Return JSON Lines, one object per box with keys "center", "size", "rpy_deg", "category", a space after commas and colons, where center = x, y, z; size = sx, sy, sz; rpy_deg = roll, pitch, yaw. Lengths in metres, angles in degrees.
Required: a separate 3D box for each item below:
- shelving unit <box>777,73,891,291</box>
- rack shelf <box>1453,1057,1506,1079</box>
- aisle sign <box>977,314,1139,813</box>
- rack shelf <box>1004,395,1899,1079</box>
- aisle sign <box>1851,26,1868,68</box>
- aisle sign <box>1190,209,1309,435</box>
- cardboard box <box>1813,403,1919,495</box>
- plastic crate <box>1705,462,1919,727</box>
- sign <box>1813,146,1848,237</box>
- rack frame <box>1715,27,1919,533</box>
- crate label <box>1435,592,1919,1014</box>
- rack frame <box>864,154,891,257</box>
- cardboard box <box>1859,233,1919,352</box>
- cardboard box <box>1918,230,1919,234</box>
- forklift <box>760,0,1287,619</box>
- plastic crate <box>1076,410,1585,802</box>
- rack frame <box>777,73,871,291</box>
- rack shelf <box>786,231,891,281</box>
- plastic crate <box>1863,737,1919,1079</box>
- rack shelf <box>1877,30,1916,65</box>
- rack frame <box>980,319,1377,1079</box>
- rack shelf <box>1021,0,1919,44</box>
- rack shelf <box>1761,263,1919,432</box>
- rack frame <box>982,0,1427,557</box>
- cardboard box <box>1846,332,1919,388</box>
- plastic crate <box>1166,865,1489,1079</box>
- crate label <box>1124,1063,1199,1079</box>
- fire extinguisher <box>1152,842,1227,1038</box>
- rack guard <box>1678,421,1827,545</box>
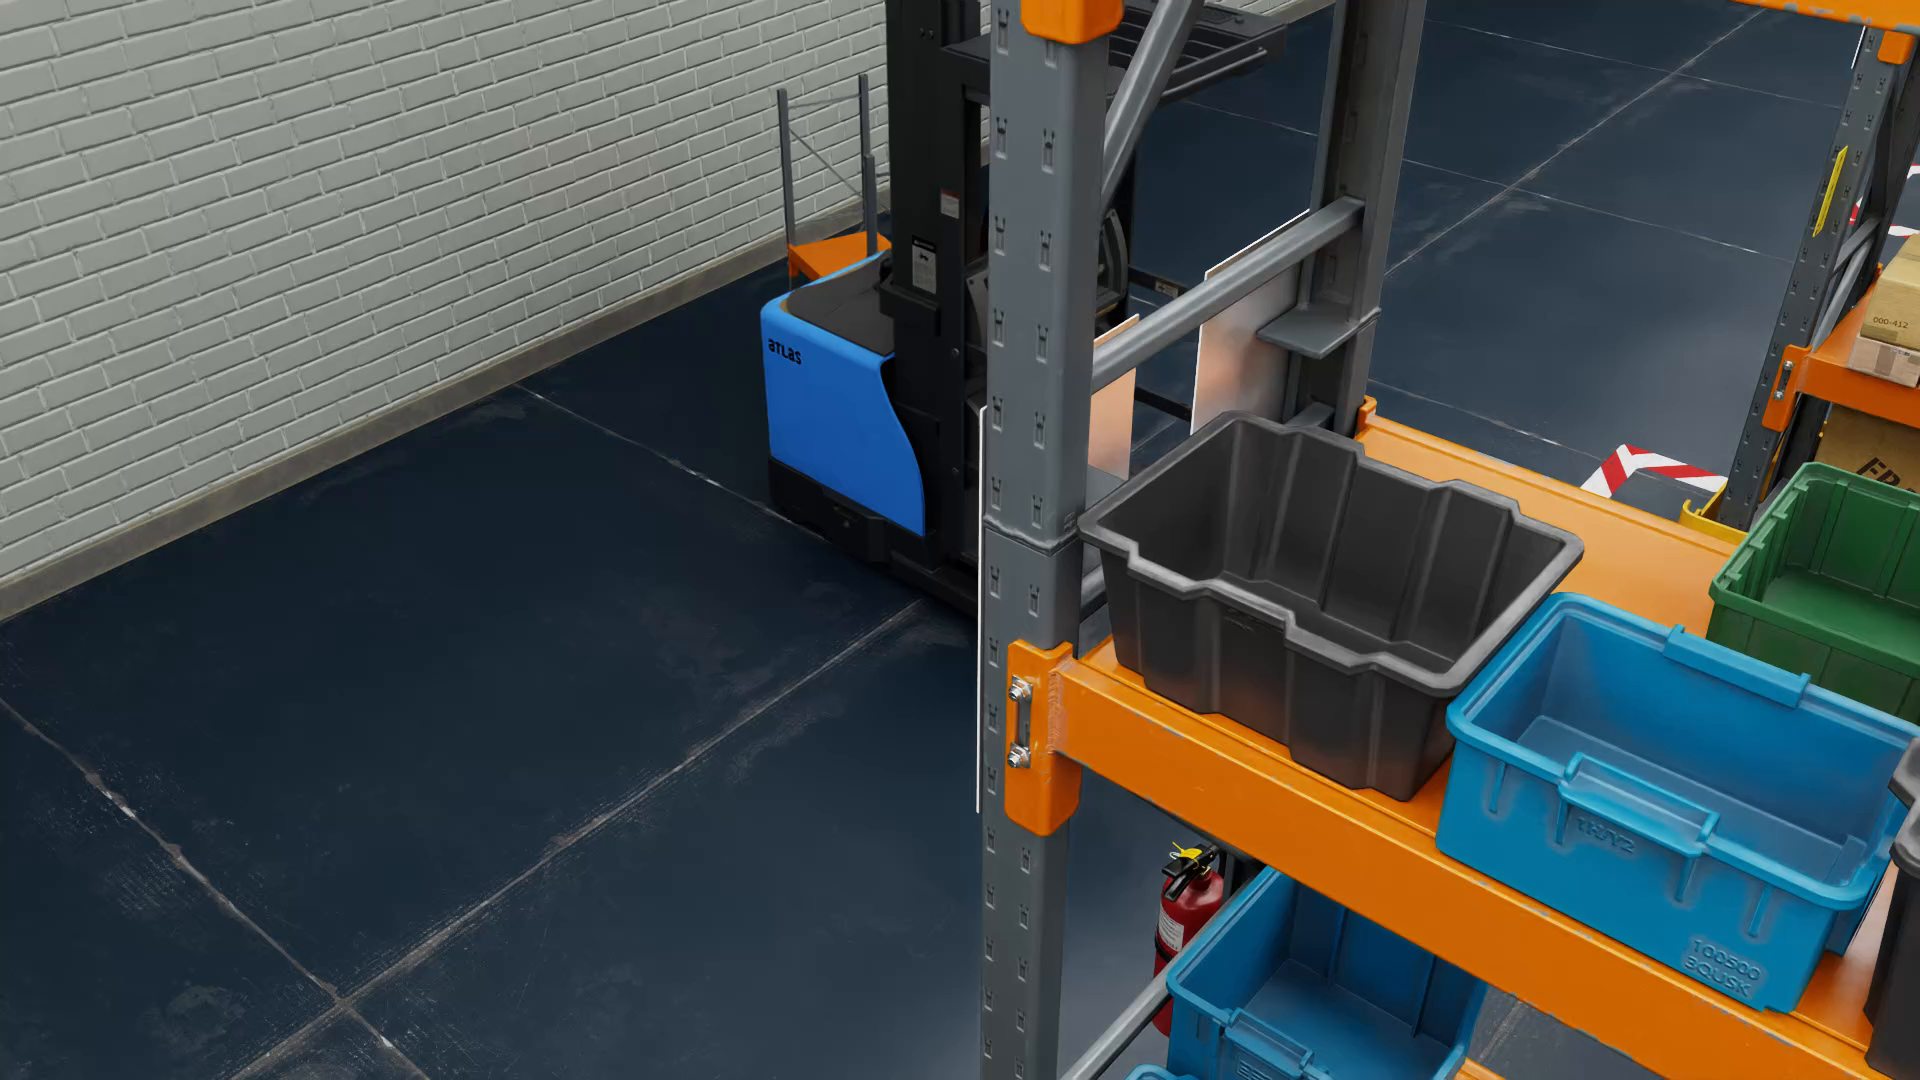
{"center": [-0.464, -1.478, 8.578], "size": [0.587, 1.500, 1.083], "rpy_deg": [-17, 38, -23], "category": "shelving unit"}
{"center": [1.938, 2.042, 2.762], "size": [4.000, 0.370, 1.077], "rpy_deg": [25, 42, 32], "category": "rack shelf"}
{"center": [0.156, 0.053, 2.727], "size": [0.004, 0.787, 0.394], "rpy_deg": [25, 42, 32], "category": "aisle sign"}
{"center": [1.938, 0.806, 1.913], "size": [4.000, 0.370, 1.077], "rpy_deg": [25, 42, 32], "category": "rack shelf"}
{"center": [3.323, -2.101, 5.863], "size": [0.004, 0.787, 0.394], "rpy_deg": [25, 42, 32], "category": "aisle sign"}
{"center": [0.534, -0.204, 3.101], "size": [0.004, 0.787, 0.394], "rpy_deg": [25, 42, 32], "category": "aisle sign"}
{"center": [4.113, -0.234, 6.947], "size": [0.875, 0.875, 0.875], "rpy_deg": [25, 42, 32], "category": "cardboard box"}
{"center": [1.342, 0.105, 2.485], "size": [0.336, 0.188, 0.450], "rpy_deg": [25, 42, 32], "category": "plastic crate"}
{"center": [3.211, -1.284, 6.135], "size": [0.005, 0.325, 0.100], "rpy_deg": [25, 42, 32], "category": "sign"}
{"center": [3.570, -1.134, 6.751], "size": [0.127, 3.000, 1.000], "rpy_deg": [25, 42, 32], "category": "rack frame"}
{"center": [0.904, 0.321, 2.115], "size": [0.502, 0.251, 0.408], "rpy_deg": [25, 42, 32], "category": "crate label"}
{"center": [-0.218, -1.221, 8.203], "size": [0.500, 1.500, 0.032], "rpy_deg": [-17, 38, -23], "category": "rack frame"}
{"center": [3.767, -0.903, 6.285], "size": [0.500, 0.250, 0.500], "rpy_deg": [24, 41, 31], "category": "cardboard box"}
{"center": [4.113, -1.134, 6.622], "size": [0.500, 0.250, 0.500], "rpy_deg": [25, 41, 31], "category": "cardboard box"}
{"center": [0.518, -1.003, 6.622], "size": [3.031, 2.935, 1.130], "rpy_deg": [28, 43, 34], "category": "forklift"}
{"center": [0.519, 0.099, 2.421], "size": [0.590, 0.269, 0.497], "rpy_deg": [25, 42, 32], "category": "plastic crate"}
{"center": [-0.702, -1.727, 8.940], "size": [0.500, 1.500, 0.032], "rpy_deg": [-17, 38, -23], "category": "rack frame"}
{"center": [-0.460, -1.326, 8.673], "size": [0.538, 0.185, 1.000], "rpy_deg": [-17, 38, -23], "category": "rack shelf"}
{"center": [1.400, 0.483, 1.802], "size": [0.767, 0.338, 0.504], "rpy_deg": [25, 42, 32], "category": "plastic crate"}
{"center": [5.107, -1.349, 5.051], "size": [4.000, 0.370, 1.077], "rpy_deg": [25, 42, 32], "category": "rack shelf"}
{"center": [0.401, 1.021, 3.613], "size": [0.127, 3.000, 1.000], "rpy_deg": [25, 42, 32], "category": "rack frame"}
{"center": [1.938, -0.266, 1.177], "size": [4.000, 0.370, 1.077], "rpy_deg": [25, 42, 32], "category": "rack shelf"}
{"center": [5.107, -0.113, 5.900], "size": [4.000, 0.370, 1.077], "rpy_deg": [25, 42, 32], "category": "rack shelf"}
{"center": [0.401, -1.452, 1.915], "size": [0.127, 3.000, 1.000], "rpy_deg": [25, 42, 32], "category": "rack frame"}
{"center": [3.632, -0.758, 6.426], "size": [0.250, 0.149, 0.380], "rpy_deg": [26, 42, 32], "category": "cardboard box"}
{"center": [0.778, 1.022, 3.528], "size": [0.499, 0.435, 0.616], "rpy_deg": [25, 42, 32], "category": "plastic crate"}
{"center": [0.381, 1.298, 3.305], "size": [0.303, 0.233, 0.416], "rpy_deg": [25, 42, 32], "category": "crate label"}
{"center": [0.576, 0.955, 4.108], "size": [0.183, 0.674, 0.296], "rpy_deg": [25, 42, 32], "category": "fire extinguisher"}
{"center": [3.552, -0.112, 7.471], "size": [0.348, 0.500, 1.175], "rpy_deg": [25, 42, 32], "category": "rack guard"}
